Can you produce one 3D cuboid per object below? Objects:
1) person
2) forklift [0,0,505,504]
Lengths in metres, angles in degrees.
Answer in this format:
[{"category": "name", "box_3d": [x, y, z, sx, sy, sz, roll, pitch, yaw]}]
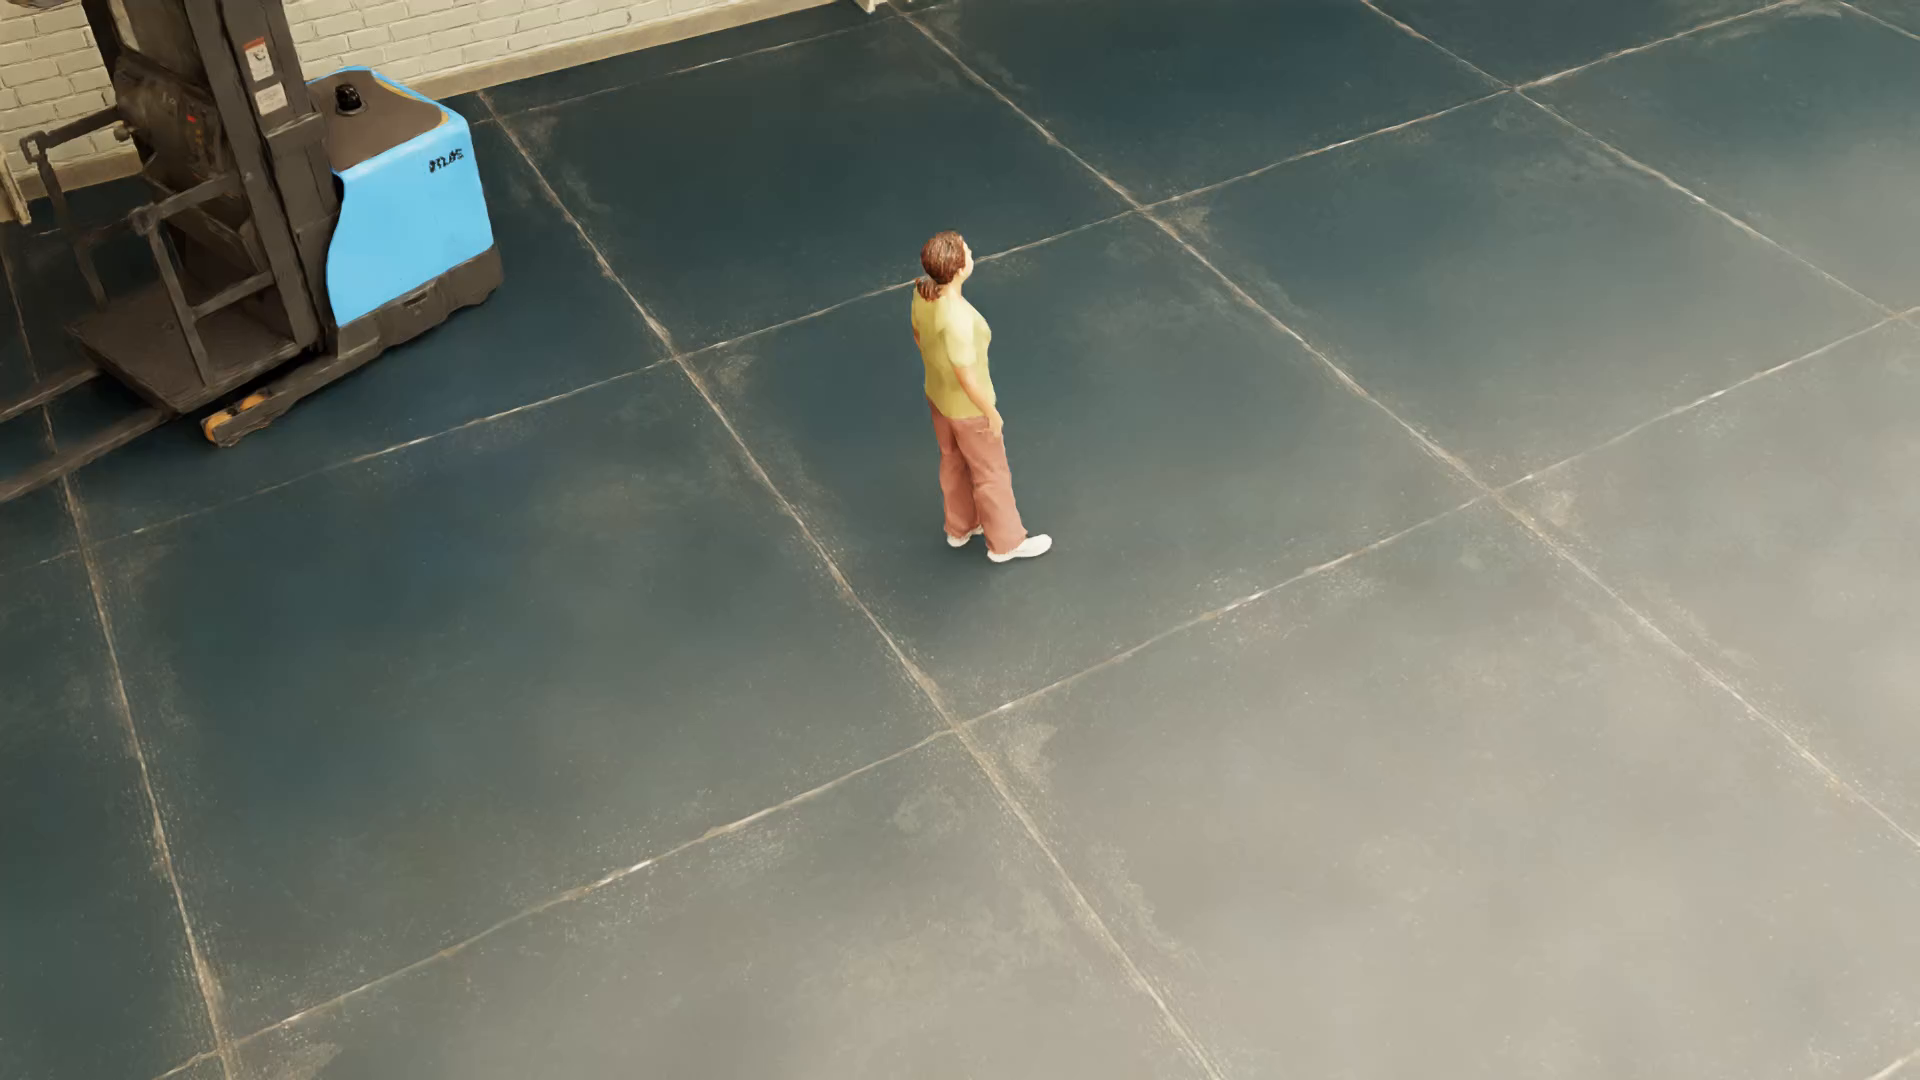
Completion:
[{"category": "person", "box_3d": [0.070, -0.638, 7.299, 0.548, 1.674, 0.554, -21, 47, -21]}, {"category": "forklift", "box_3d": [-3.887, -1.932, 7.781, 1.130, 2.935, 3.031, 30, 50, 28]}]
